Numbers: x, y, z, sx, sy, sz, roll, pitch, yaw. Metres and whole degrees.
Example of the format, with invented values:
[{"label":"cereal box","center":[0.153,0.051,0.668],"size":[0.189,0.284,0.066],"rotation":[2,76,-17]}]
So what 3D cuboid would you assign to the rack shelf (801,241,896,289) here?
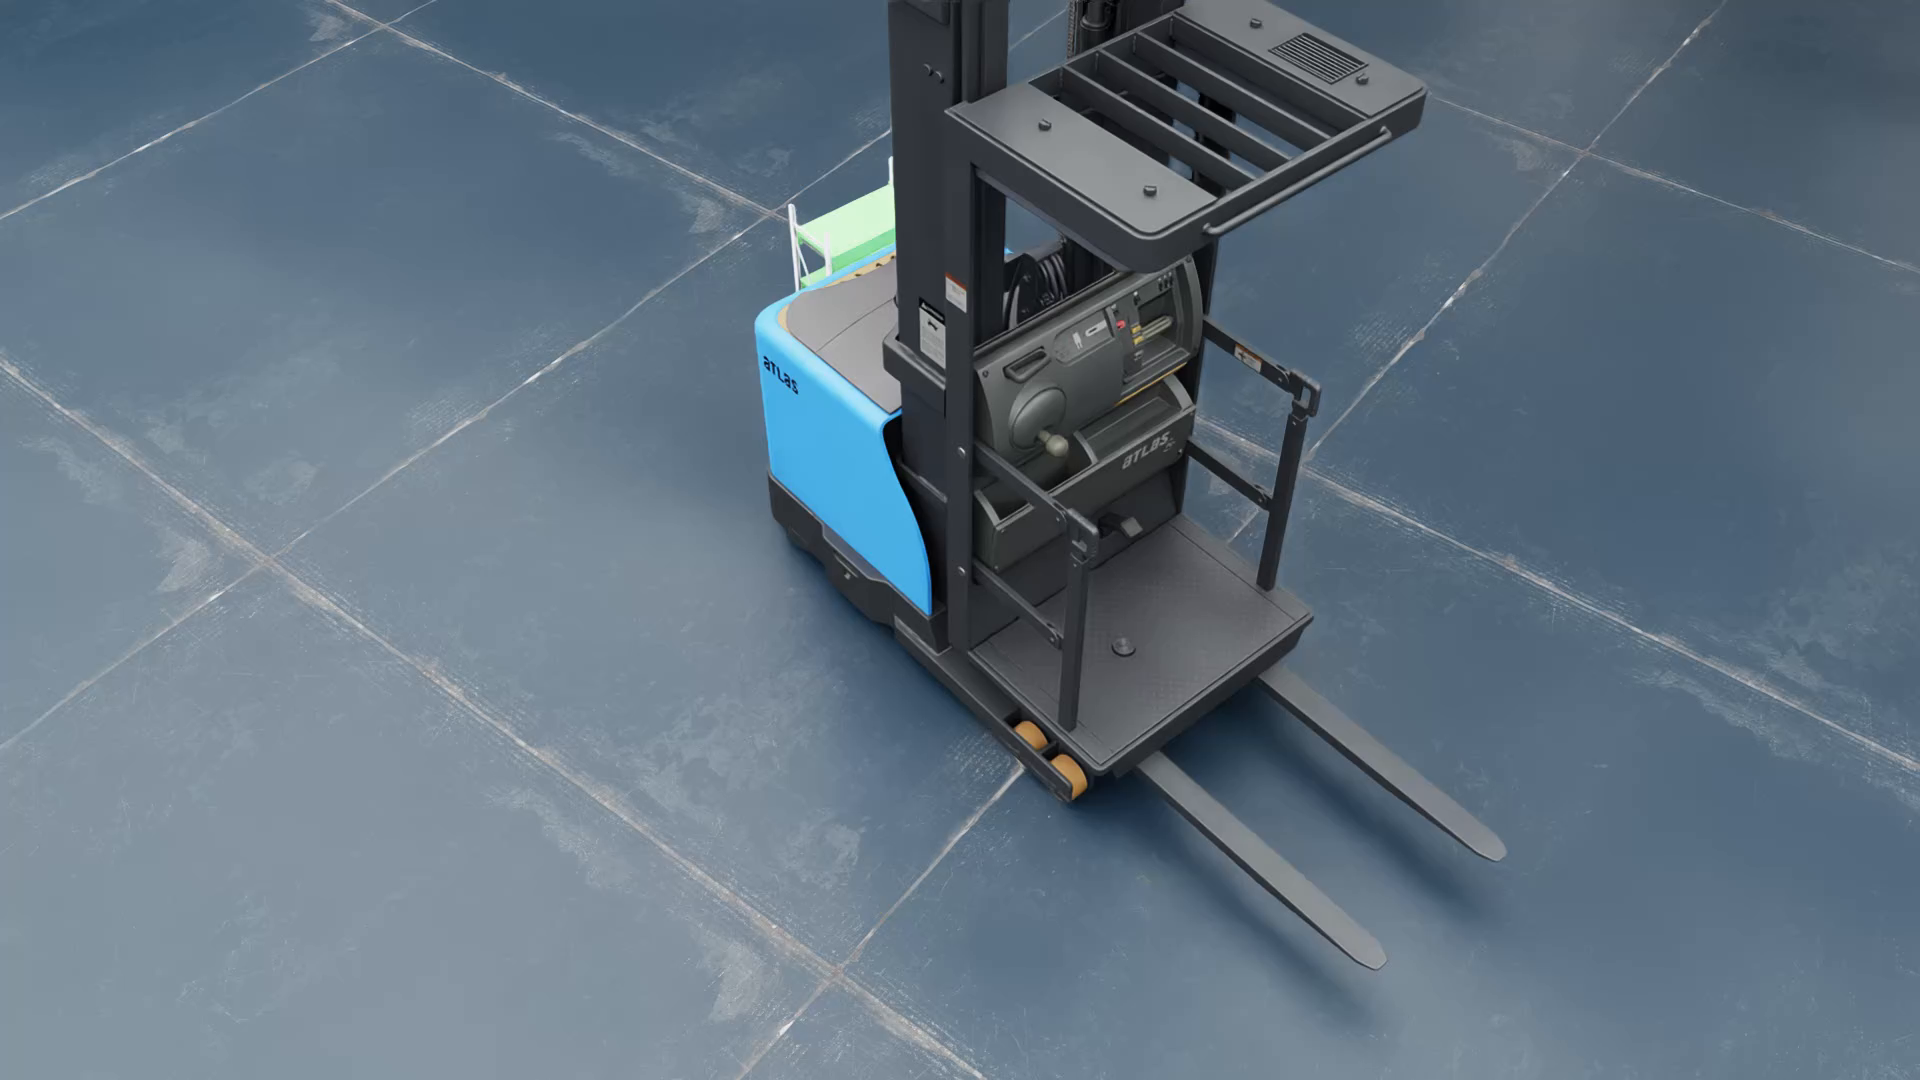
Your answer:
[{"label":"rack shelf","center":[-0.382,-1.028,6.659],"size":[0.480,0.148,0.258],"rotation":[-32,54,-27]}]

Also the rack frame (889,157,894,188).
[{"label":"rack frame","center":[-0.195,-1.021,6.895],"size":[0.015,1.200,0.240],"rotation":[-32,54,-27]}]

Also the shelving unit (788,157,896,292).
[{"label":"shelving unit","center":[-0.381,-0.907,6.786],"size":[0.503,1.200,0.258],"rotation":[-32,54,-27]}]

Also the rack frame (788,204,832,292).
[{"label":"rack frame","center":[-0.567,-0.793,6.677],"size":[0.015,1.200,0.240],"rotation":[-32,54,-27]}]

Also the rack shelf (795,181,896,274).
[{"label":"rack shelf","center":[-0.382,-1.194,6.486],"size":[0.480,0.148,0.258],"rotation":[-32,54,-27]}]

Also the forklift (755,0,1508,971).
[{"label":"forklift","center":[0.568,-0.510,5.210],"size":[1.130,2.935,3.031],"rotation":[-32,54,-27]}]
